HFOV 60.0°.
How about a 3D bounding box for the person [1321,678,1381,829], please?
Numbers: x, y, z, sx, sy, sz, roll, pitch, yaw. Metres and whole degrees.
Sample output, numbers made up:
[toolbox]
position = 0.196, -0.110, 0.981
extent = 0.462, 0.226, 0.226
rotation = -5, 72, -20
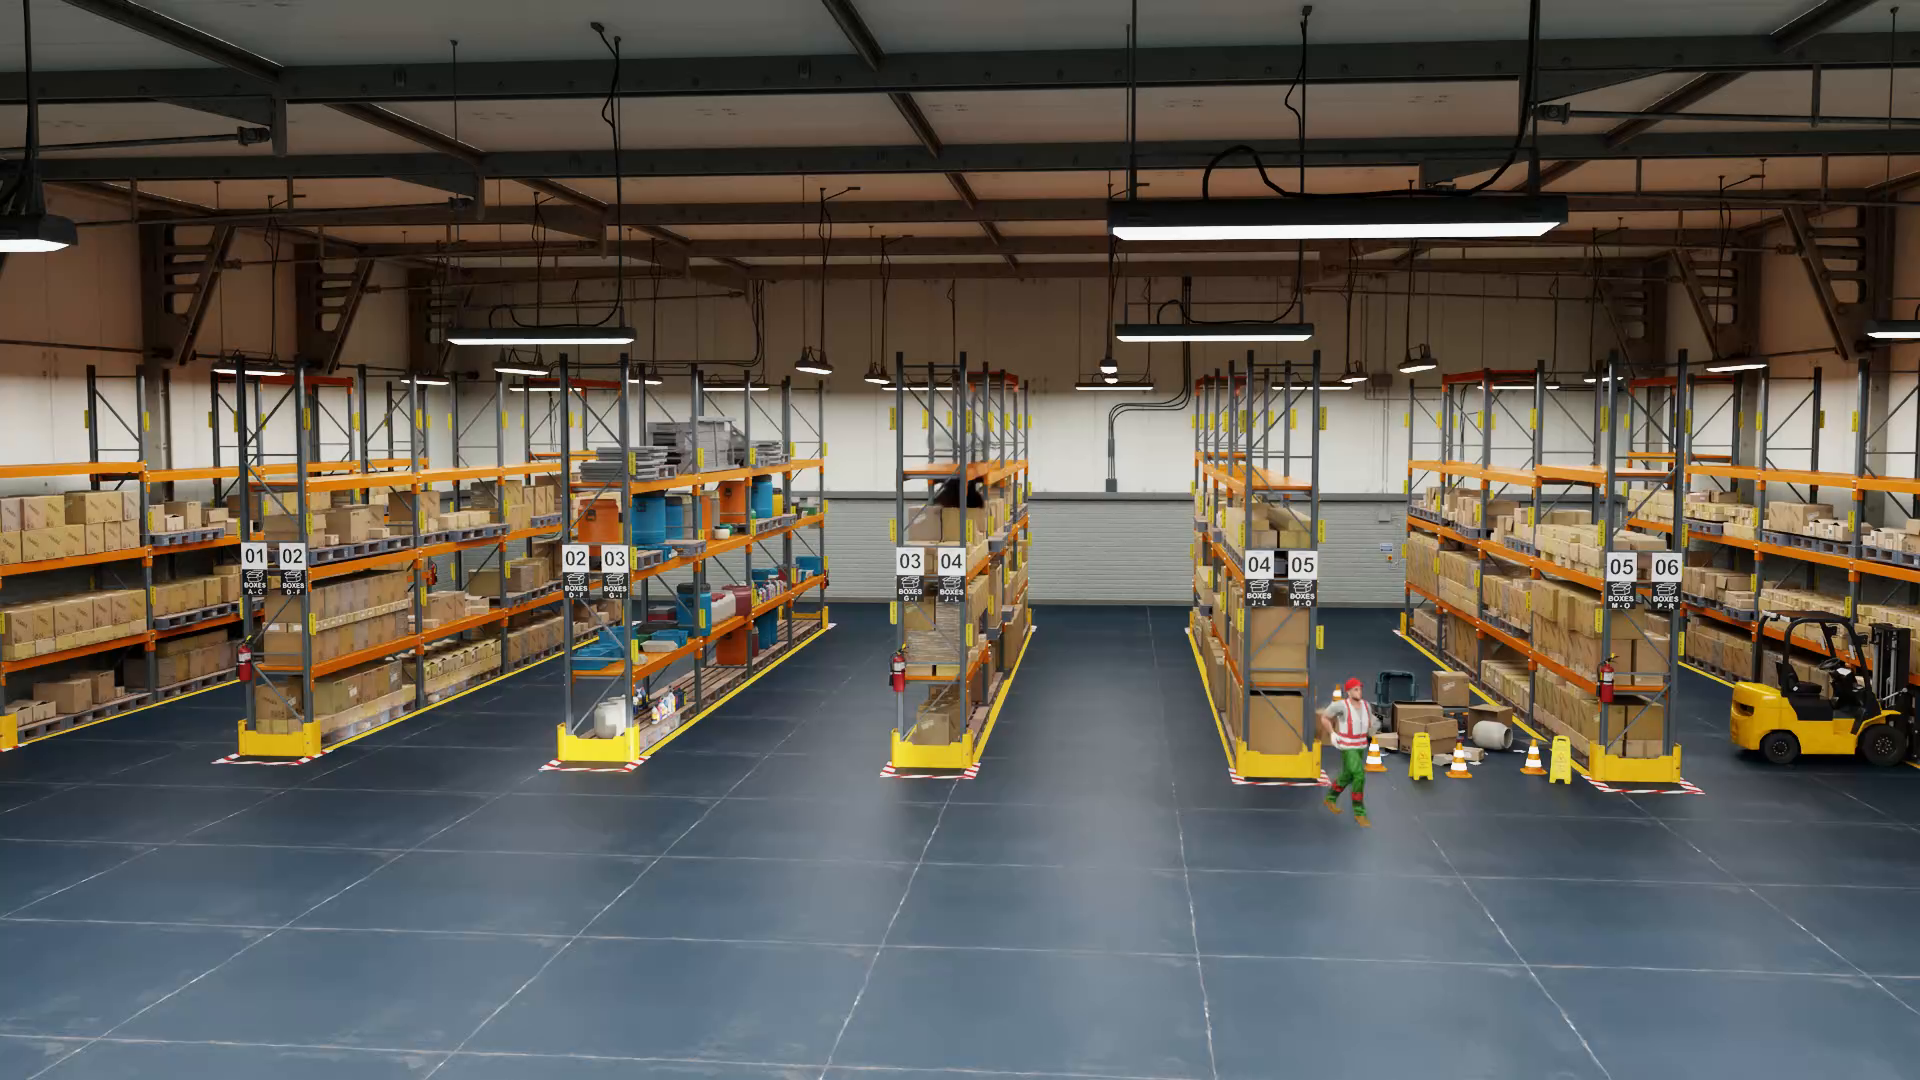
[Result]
[person]
position = 4.911, 2.631, 20.835
extent = 0.623, 1.839, 0.845
rotation = -3, 5, -35
